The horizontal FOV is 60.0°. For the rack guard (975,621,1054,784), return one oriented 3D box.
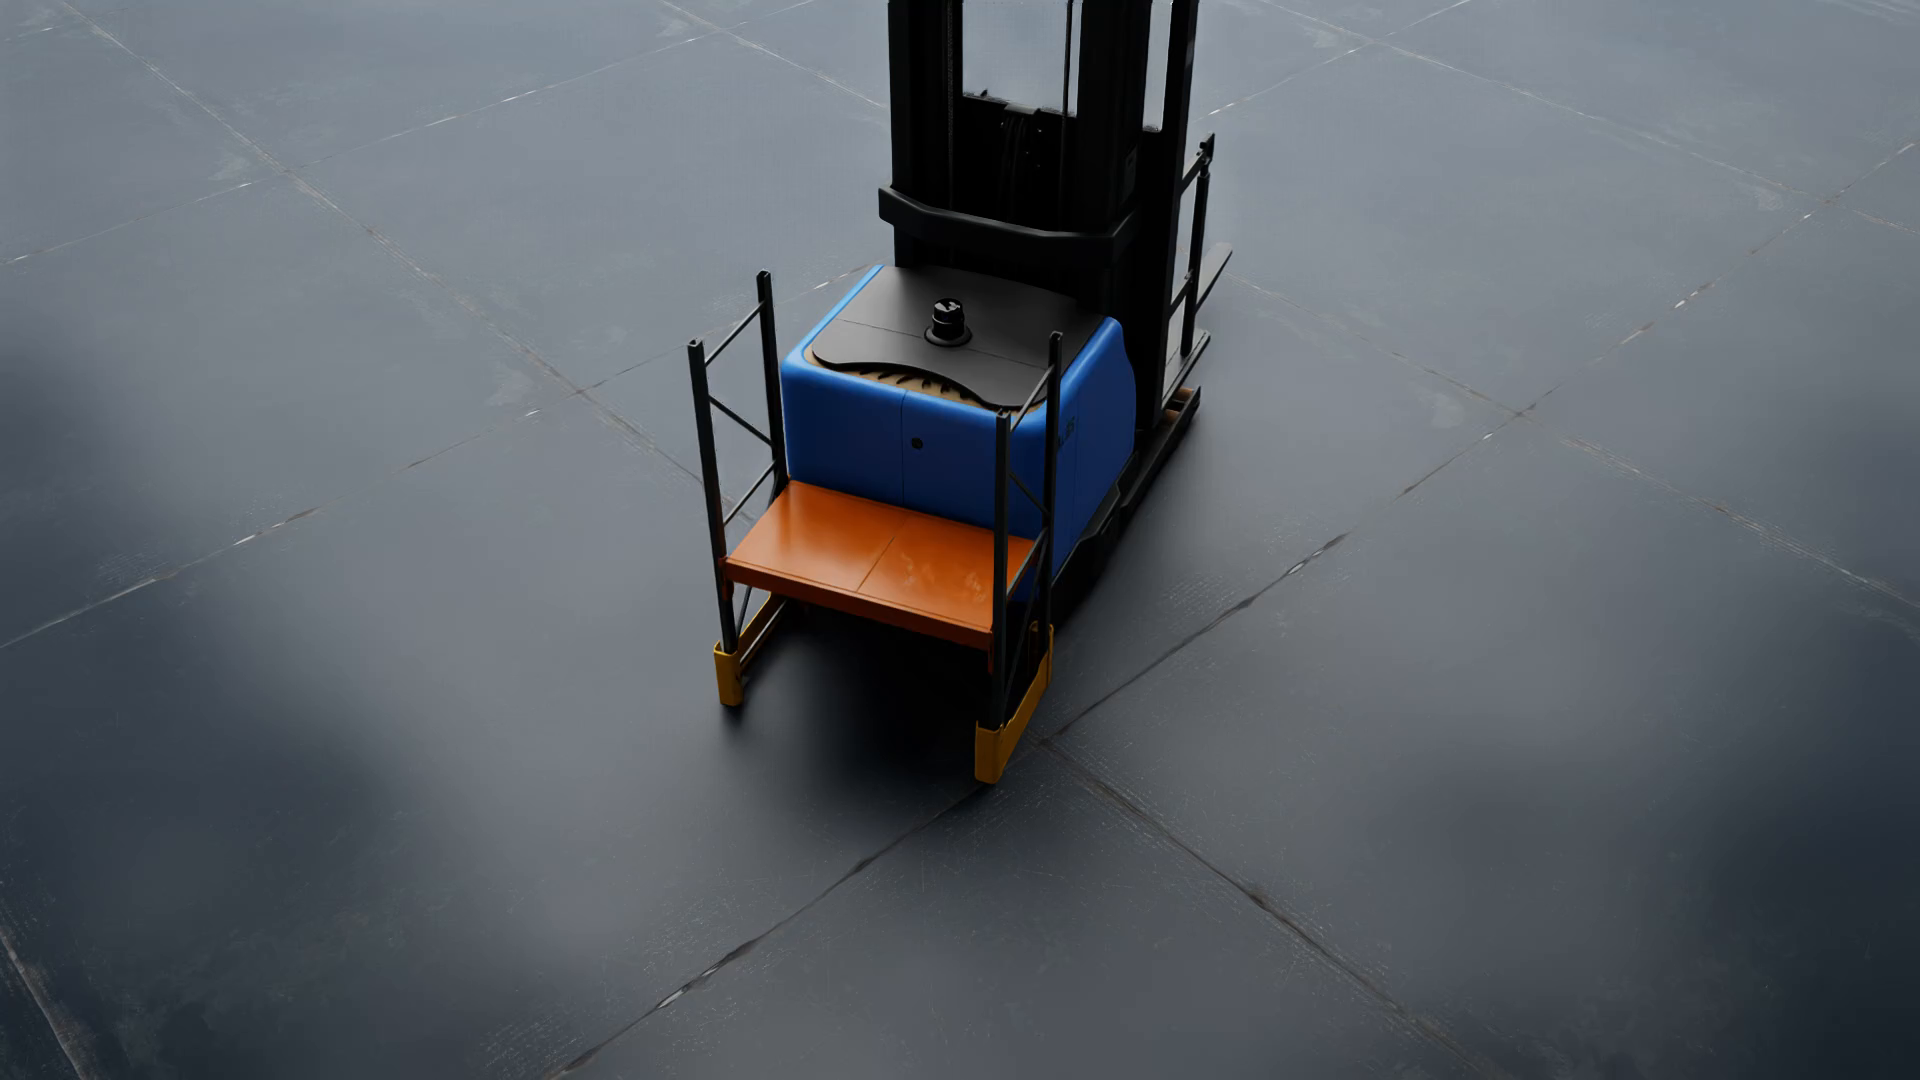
[{"bbox_3d":[0.194,0.565,5.851,0.087,0.250,0.587,14,41,17],"label":"rack guard"}]

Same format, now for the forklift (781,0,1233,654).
[{"bbox_3d":[0.417,-1.646,6.455,1.130,2.935,3.031,16,42,19],"label":"forklift"}]

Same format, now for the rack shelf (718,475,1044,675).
[{"bbox_3d":[-0.259,0.103,5.715,1.000,0.185,0.538,14,41,17],"label":"rack shelf"}]

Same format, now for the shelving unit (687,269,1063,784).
[{"bbox_3d":[-0.268,-0.039,5.604,1.083,1.500,0.587,14,41,17],"label":"shelving unit"}]

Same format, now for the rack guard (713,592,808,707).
[{"bbox_3d":[-0.729,0.329,6.143,0.087,0.250,0.587,14,41,17],"label":"rack guard"}]

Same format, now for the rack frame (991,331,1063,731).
[{"bbox_3d":[0.212,0.084,5.453,0.032,1.500,0.500,14,41,17],"label":"rack frame"}]

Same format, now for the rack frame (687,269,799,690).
[{"bbox_3d":[-0.730,-0.157,5.751,0.032,1.500,0.500,14,41,17],"label":"rack frame"}]
